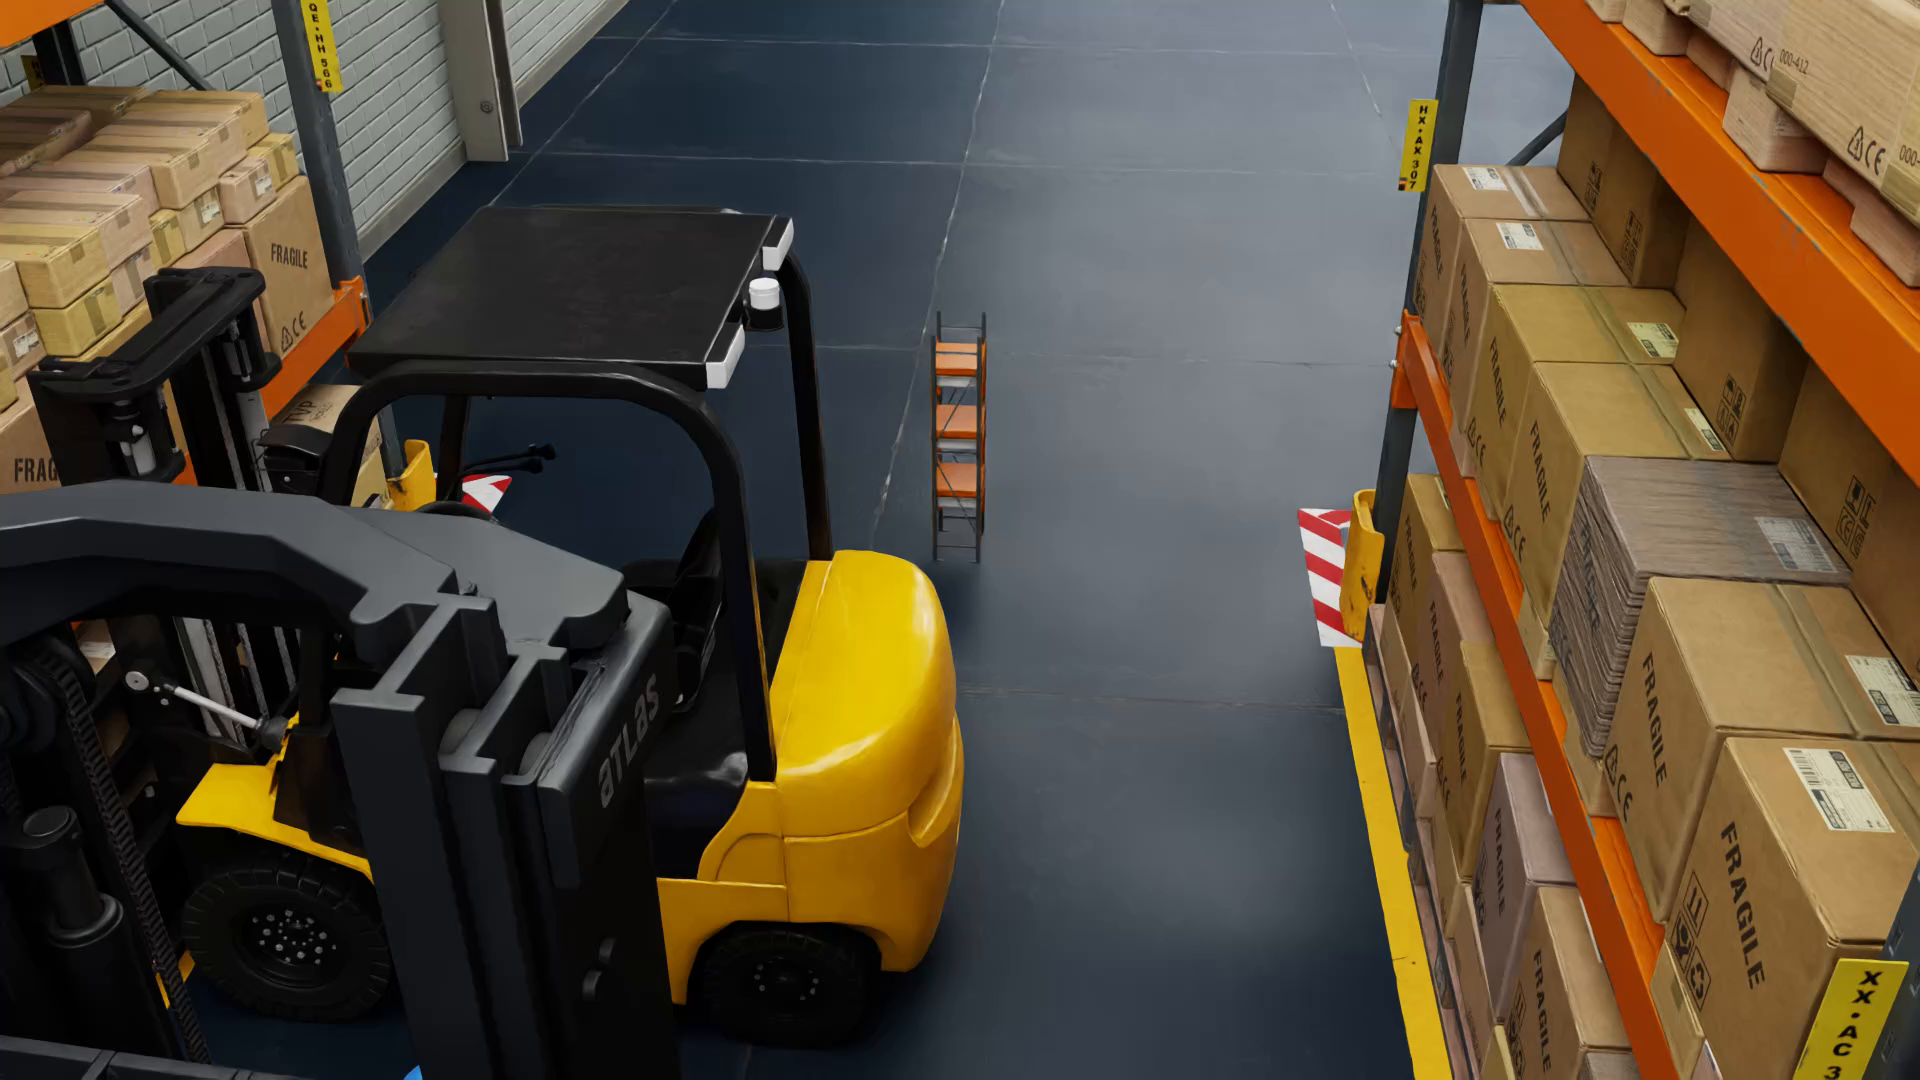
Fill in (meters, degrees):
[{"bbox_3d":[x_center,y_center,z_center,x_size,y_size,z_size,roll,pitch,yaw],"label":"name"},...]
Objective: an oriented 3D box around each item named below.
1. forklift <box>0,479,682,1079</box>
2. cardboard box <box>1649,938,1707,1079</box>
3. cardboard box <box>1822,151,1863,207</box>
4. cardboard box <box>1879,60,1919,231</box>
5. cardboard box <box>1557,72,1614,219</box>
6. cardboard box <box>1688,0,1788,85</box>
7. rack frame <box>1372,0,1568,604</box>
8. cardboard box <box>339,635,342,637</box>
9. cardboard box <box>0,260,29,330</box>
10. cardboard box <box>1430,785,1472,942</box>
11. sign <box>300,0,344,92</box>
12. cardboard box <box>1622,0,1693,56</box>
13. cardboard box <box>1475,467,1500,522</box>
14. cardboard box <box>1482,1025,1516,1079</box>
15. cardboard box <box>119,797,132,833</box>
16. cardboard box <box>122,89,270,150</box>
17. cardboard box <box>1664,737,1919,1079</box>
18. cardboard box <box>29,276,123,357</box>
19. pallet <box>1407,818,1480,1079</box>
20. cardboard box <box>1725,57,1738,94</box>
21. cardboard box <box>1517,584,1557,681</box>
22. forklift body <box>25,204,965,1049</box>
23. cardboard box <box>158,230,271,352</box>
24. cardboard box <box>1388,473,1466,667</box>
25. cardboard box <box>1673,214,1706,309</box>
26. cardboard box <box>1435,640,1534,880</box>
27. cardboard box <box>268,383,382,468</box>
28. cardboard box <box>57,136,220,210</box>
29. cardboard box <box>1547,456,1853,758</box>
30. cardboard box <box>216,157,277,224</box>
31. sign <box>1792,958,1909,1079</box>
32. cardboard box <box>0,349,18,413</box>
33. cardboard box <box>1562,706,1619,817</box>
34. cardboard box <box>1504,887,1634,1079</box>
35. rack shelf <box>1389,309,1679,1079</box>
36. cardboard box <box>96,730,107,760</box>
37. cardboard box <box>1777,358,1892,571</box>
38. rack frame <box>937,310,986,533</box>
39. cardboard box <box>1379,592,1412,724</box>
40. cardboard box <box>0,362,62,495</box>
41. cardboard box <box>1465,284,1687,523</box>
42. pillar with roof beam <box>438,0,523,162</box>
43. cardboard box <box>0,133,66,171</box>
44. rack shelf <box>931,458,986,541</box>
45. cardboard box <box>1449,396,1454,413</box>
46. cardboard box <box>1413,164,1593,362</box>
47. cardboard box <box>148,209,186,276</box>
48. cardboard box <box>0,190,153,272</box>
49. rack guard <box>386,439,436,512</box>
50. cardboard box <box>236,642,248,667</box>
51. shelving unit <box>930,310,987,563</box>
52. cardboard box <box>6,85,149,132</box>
[{"bbox_3d":[-0.892,1.534,1.968,1.130,2.935,3.031,5,32,8],"label":"forklift"},{"bbox_3d":[1.549,0.906,3.160,0.380,0.149,0.250,3,32,5],"label":"cardboard box"},{"bbox_3d":[1.708,-0.631,2.795,0.380,0.149,0.250,1,32,2],"label":"cardboard box"},{"bbox_3d":[1.581,-0.472,2.157,0.500,0.250,0.500,2,32,4],"label":"cardboard box"},{"bbox_3d":[2.315,-1.299,5.167,0.700,0.500,0.500,2,32,3],"label":"cardboard box"},{"bbox_3d":[1.677,-1.001,3.016,0.500,0.250,0.500,2,32,3],"label":"cardboard box"},{"bbox_3d":[2.139,-0.981,5.982,1.000,3.000,0.127,2,32,4],"label":"rack frame"},{"bbox_3d":[-2.582,0.320,6.092,0.500,0.250,0.500,2,32,4],"label":"cardboard box"},{"bbox_3d":[-2.747,-0.637,4.428,0.380,0.149,0.250,3,32,5],"label":"cardboard box"},{"bbox_3d":[1.717,0.974,5.032,0.500,0.250,0.500,5,32,7],"label":"cardboard box"},{"bbox_3d":[-2.269,-1.754,5.908,0.100,0.325,0.005,2,32,4],"label":"sign"},{"bbox_3d":[1.706,-1.176,3.679,0.380,0.149,0.250,2,32,3],"label":"cardboard box"},{"bbox_3d":[1.742,-0.170,4.906,0.380,0.149,0.250,3,32,5],"label":"cardboard box"},{"bbox_3d":[1.627,1.503,4.172,0.500,0.250,0.500,2,32,3],"label":"cardboard box"},{"bbox_3d":[-2.696,0.914,4.651,0.500,0.250,0.500,2,32,4],"label":"cardboard box"},{"bbox_3d":[-2.628,-1.440,5.730,0.380,0.149,0.250,3,32,4],"label":"cardboard box"},{"bbox_3d":[1.602,0.699,2.878,0.500,0.500,0.500,2,32,3],"label":"cardboard box"},{"bbox_3d":[-2.637,-0.644,4.723,0.380,0.149,0.250,3,32,4],"label":"cardboard box"},{"bbox_3d":[1.930,1.306,4.930,1.003,0.211,1.213,2,32,4],"label":"pallet"},{"bbox_3d":[1.738,-0.907,3.243,0.380,0.149,0.250,3,32,5],"label":"cardboard box"},{"bbox_3d":[1.651,0.237,4.246,0.380,0.149,0.250,3,32,4],"label":"cardboard box"},{"bbox_3d":[-1.145,0.240,4.810,2.313,2.155,1.214,2,32,4],"label":"forklift body"},{"bbox_3d":[-2.638,-0.694,5.422,0.500,0.500,0.500,3,32,6],"label":"cardboard box"},{"bbox_3d":[1.796,0.114,5.711,0.500,0.500,0.500,1,32,2],"label":"cardboard box"},{"bbox_3d":[2.327,-0.764,4.298,0.700,0.500,0.500,2,32,3],"label":"cardboard box"},{"bbox_3d":[1.709,0.650,4.842,0.500,0.500,0.500,3,32,5],"label":"cardboard box"},{"bbox_3d":[-2.535,-0.371,6.260,0.500,0.250,0.500,3,32,6],"label":"cardboard box"},{"bbox_3d":[-2.611,-1.172,5.295,0.380,0.149,0.250,3,32,5],"label":"cardboard box"},{"bbox_3d":[1.675,0.158,3.756,0.500,0.500,0.500,3,32,5],"label":"cardboard box"},{"bbox_3d":[-2.549,-1.181,5.594,0.380,0.149,0.250,3,32,5],"label":"cardboard box"},{"bbox_3d":[1.272,0.723,2.392,0.100,0.325,0.005,2,32,4],"label":"sign"},{"bbox_3d":[-2.700,-0.381,4.296,0.380,0.149,0.250,2,32,3],"label":"cardboard box"},{"bbox_3d":[1.615,0.505,3.810,0.380,0.149,0.250,2,32,3],"label":"cardboard box"},{"bbox_3d":[1.634,1.197,3.955,0.500,0.500,0.500,3,32,5],"label":"cardboard box"},{"bbox_3d":[1.976,0.371,4.474,1.077,0.370,4.000,2,32,4],"label":"rack shelf"},{"bbox_3d":[-2.701,0.700,4.523,0.500,0.250,0.500,3,32,6],"label":"cardboard box"},{"bbox_3d":[2.197,-0.232,3.436,0.700,0.500,0.500,2,32,3],"label":"cardboard box"},{"bbox_3d":[0.006,-0.483,7.033,0.200,1.050,0.008,2,32,4],"label":"rack frame"},{"bbox_3d":[1.798,0.421,5.928,0.500,0.250,0.500,2,32,4],"label":"cardboard box"},{"bbox_3d":[-2.710,-0.163,4.559,0.500,0.500,0.500,3,32,4],"label":"cardboard box"},{"bbox_3d":[1.745,-0.377,4.623,0.500,0.500,0.500,2,32,3],"label":"cardboard box"},{"bbox_3d":[1.016,-6.373,9.013,9.100,9.000,0.400,2,32,4],"label":"pillar with roof beam"},{"bbox_3d":[-3.111,-1.196,5.334,0.380,0.149,0.250,3,32,5],"label":"cardboard box"},{"bbox_3d":[-0.004,-0.173,7.081,0.215,0.259,0.240,2,32,4],"label":"rack shelf"},{"bbox_3d":[1.796,-0.437,5.340,0.380,0.149,0.250,1,32,2],"label":"cardboard box"},{"bbox_3d":[1.824,-0.914,5.495,0.500,0.500,0.500,2,32,3],"label":"cardboard box"},{"bbox_3d":[-2.662,-0.919,5.169,0.380,0.149,0.250,2,32,4],"label":"cardboard box"},{"bbox_3d":[-2.616,-0.904,4.860,0.380,0.149,0.250,3,32,5],"label":"cardboard box"},{"bbox_3d":[-2.806,-0.139,6.999,1.175,0.500,0.348,2,32,4],"label":"rack guard"},{"bbox_3d":[-2.609,0.389,5.504,0.500,0.250,0.500,2,32,3],"label":"cardboard box"},{"bbox_3d":[-0.004,-0.419,6.929,0.215,1.050,0.252,2,32,4],"label":"shelving unit"},{"bbox_3d":[-3.049,-1.470,5.778,0.380,0.149,0.250,2,32,3],"label":"cardboard box"}]
